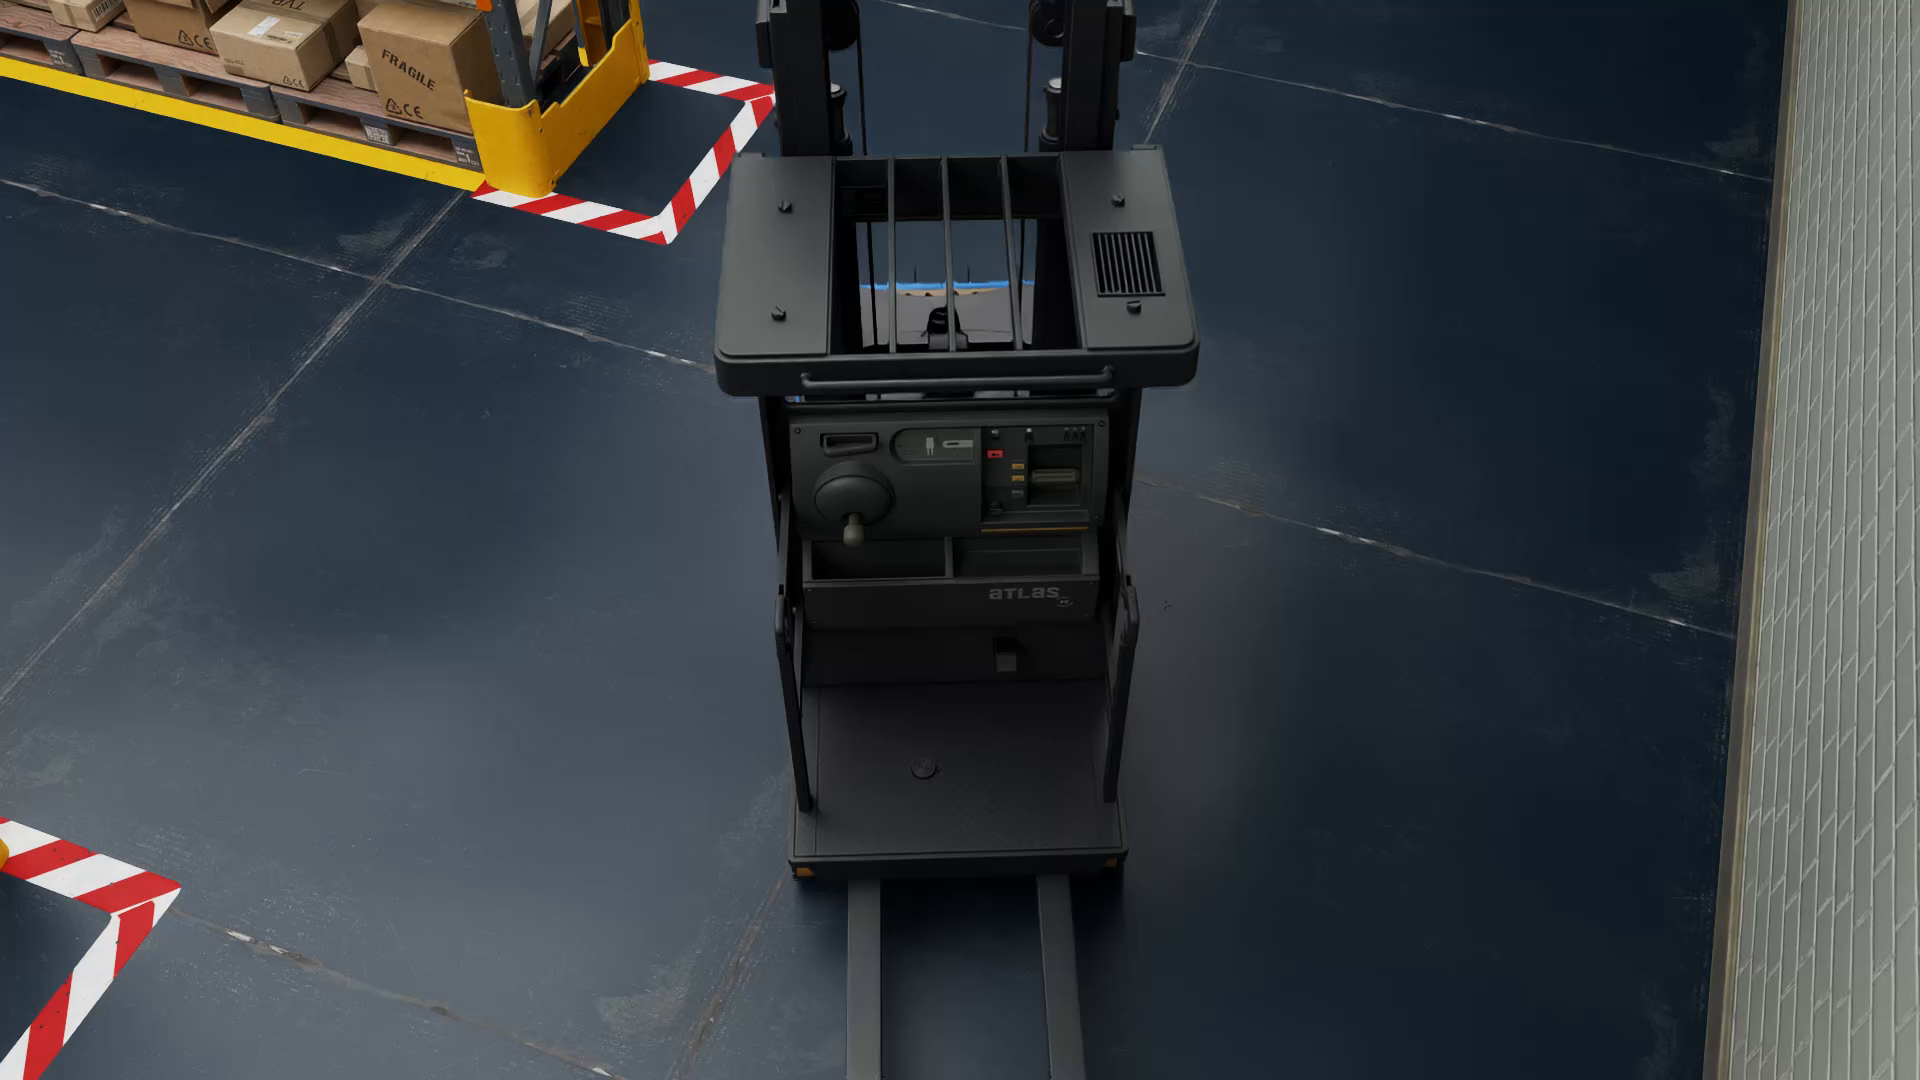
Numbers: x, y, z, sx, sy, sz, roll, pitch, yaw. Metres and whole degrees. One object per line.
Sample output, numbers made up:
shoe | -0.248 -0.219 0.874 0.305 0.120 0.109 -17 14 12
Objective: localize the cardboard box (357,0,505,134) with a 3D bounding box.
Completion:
cardboard box | -2.495 -2.356 8.036 0.500 0.500 0.500 16 51 13

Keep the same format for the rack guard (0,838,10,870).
rack guard | -3.593 1.263 5.191 0.348 0.500 1.175 16 51 13

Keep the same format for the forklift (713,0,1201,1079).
forklift | -0.019 -0.080 4.746 1.130 2.935 3.031 -1 49 -1

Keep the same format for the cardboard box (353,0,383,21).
cardboard box | -2.781 -2.781 8.570 0.500 0.250 0.500 16 51 13

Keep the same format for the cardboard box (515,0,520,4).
cardboard box | -2.408 -2.698 8.553 0.250 0.166 0.380 16 51 13

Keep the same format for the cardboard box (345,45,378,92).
cardboard box | -2.844 -2.416 8.310 0.250 0.166 0.380 16 51 13

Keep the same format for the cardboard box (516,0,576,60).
cardboard box | -2.174 -2.626 8.503 0.250 0.149 0.380 16 51 13

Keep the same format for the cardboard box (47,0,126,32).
cardboard box | -4.519 -2.844 8.680 0.250 0.166 0.380 16 51 13

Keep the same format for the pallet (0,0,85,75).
pallet | -5.008 -3.016 9.091 1.213 0.211 1.003 16 51 13

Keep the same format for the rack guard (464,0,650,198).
rack guard | -1.971 -2.264 8.248 0.348 0.500 1.175 16 51 13

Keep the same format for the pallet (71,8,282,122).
pallet | -3.860 -2.698 8.815 1.213 0.211 1.003 16 51 13

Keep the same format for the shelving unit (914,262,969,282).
shelving unit | -0.066 -0.671 6.602 0.210 0.900 0.258 -1 49 -1

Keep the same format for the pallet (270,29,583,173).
pallet | -2.720 -2.377 8.538 1.213 0.211 1.003 16 51 13

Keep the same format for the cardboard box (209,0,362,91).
cardboard box | -3.376 -2.544 8.365 0.500 0.250 0.500 16 51 13

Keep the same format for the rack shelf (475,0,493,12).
rack shelf | -3.776 -3.351 8.012 4.000 0.370 1.077 16 51 13

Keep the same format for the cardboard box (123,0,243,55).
cardboard box | -3.888 -2.948 8.548 0.637 0.503 0.797 16 51 13

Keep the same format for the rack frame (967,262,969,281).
rack frame | 0.035 -0.674 6.605 0.006 0.900 0.240 -1 49 -1

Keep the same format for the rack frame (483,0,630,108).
rack frame | -1.900 -3.063 7.286 0.127 3.000 1.000 16 51 13

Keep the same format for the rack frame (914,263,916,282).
rack frame | -0.168 -0.669 6.600 0.006 0.900 0.240 -1 49 -1
